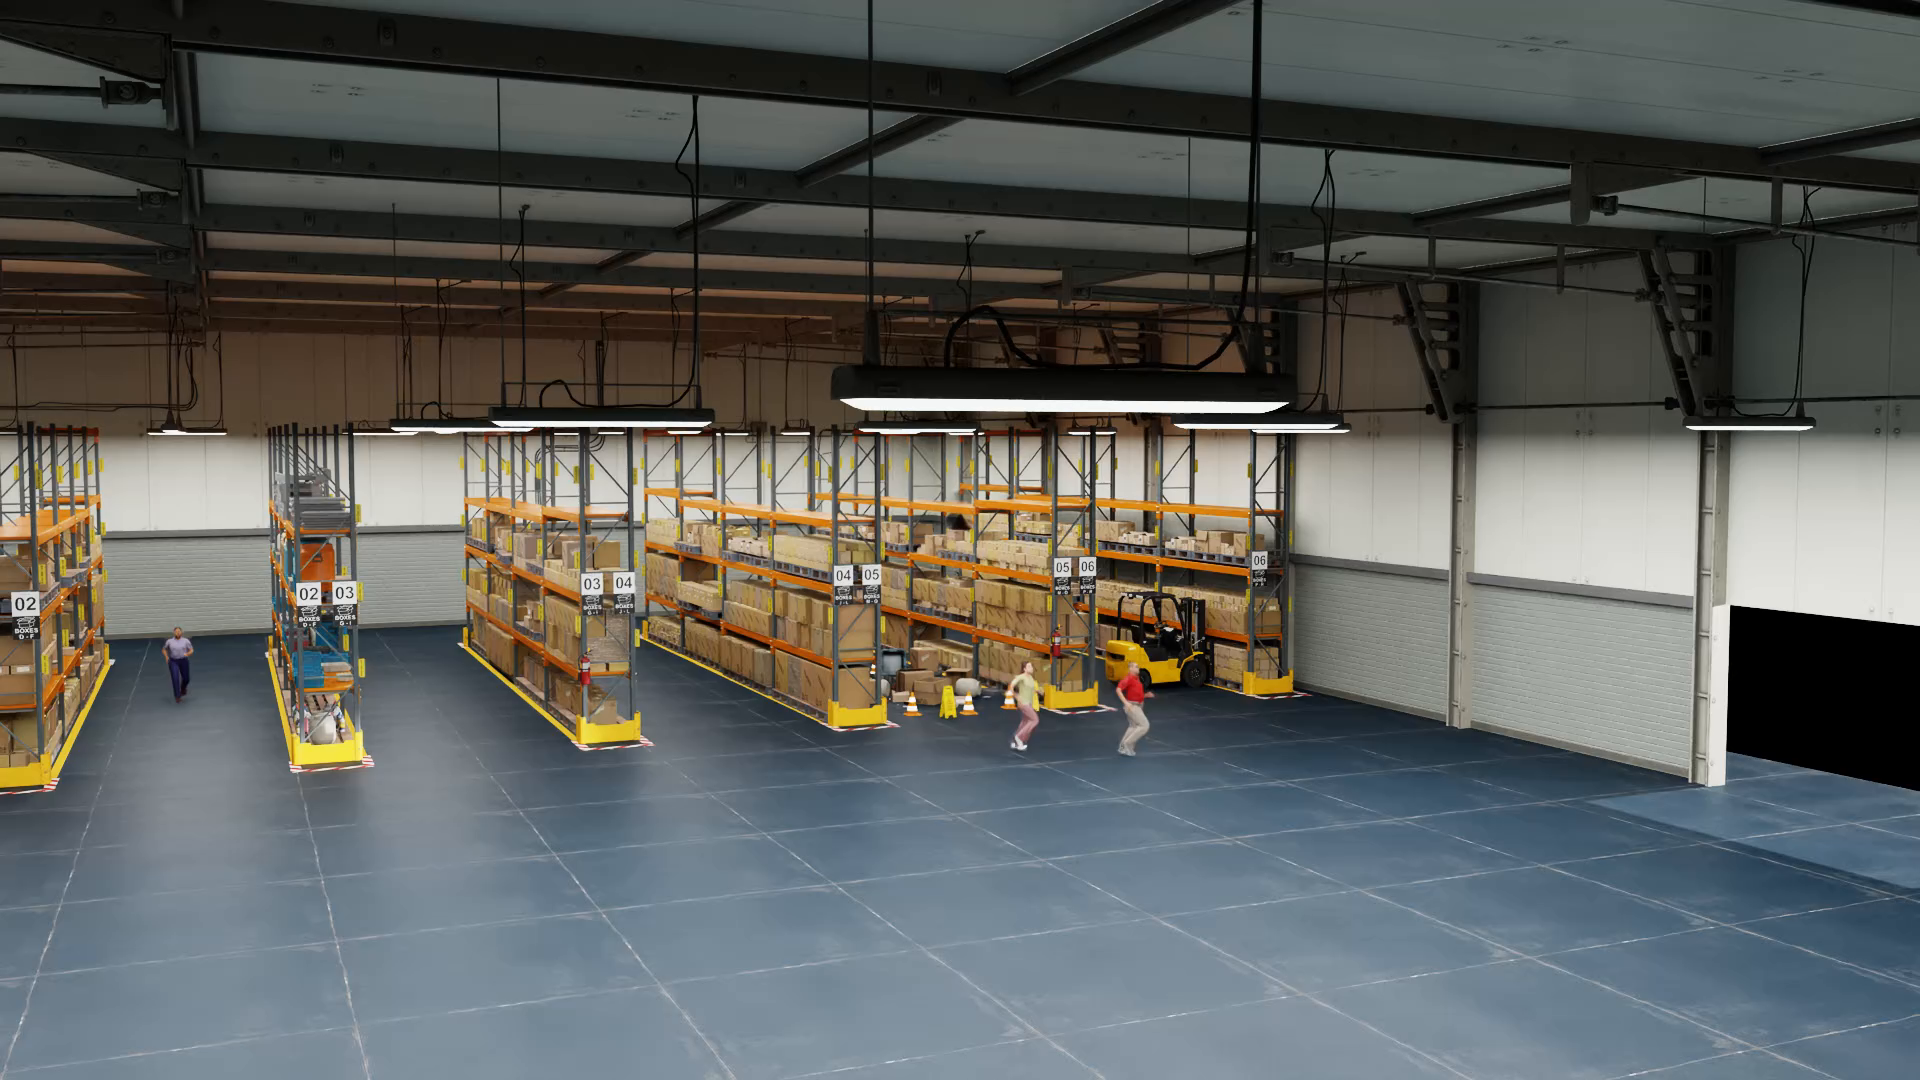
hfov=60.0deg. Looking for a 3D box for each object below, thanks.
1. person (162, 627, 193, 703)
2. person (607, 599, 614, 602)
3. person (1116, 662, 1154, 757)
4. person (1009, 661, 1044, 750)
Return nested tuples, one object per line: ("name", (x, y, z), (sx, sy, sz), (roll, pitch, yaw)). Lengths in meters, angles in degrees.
("person", (-17.045, 2.701, 36.263), (0.620, 1.611, 0.784), (-2, 4, -29))
("person", (-9.775, 2.025, 46.374), (0.733, 1.775, 0.998), (-1, 4, -18))
("person", (3.173, 3.040, 29.900), (0.649, 1.706, 0.642), (1, 4, 17))
("person", (1.238, 3.026, 30.522), (0.605, 1.637, 0.557), (2, 4, 25))
